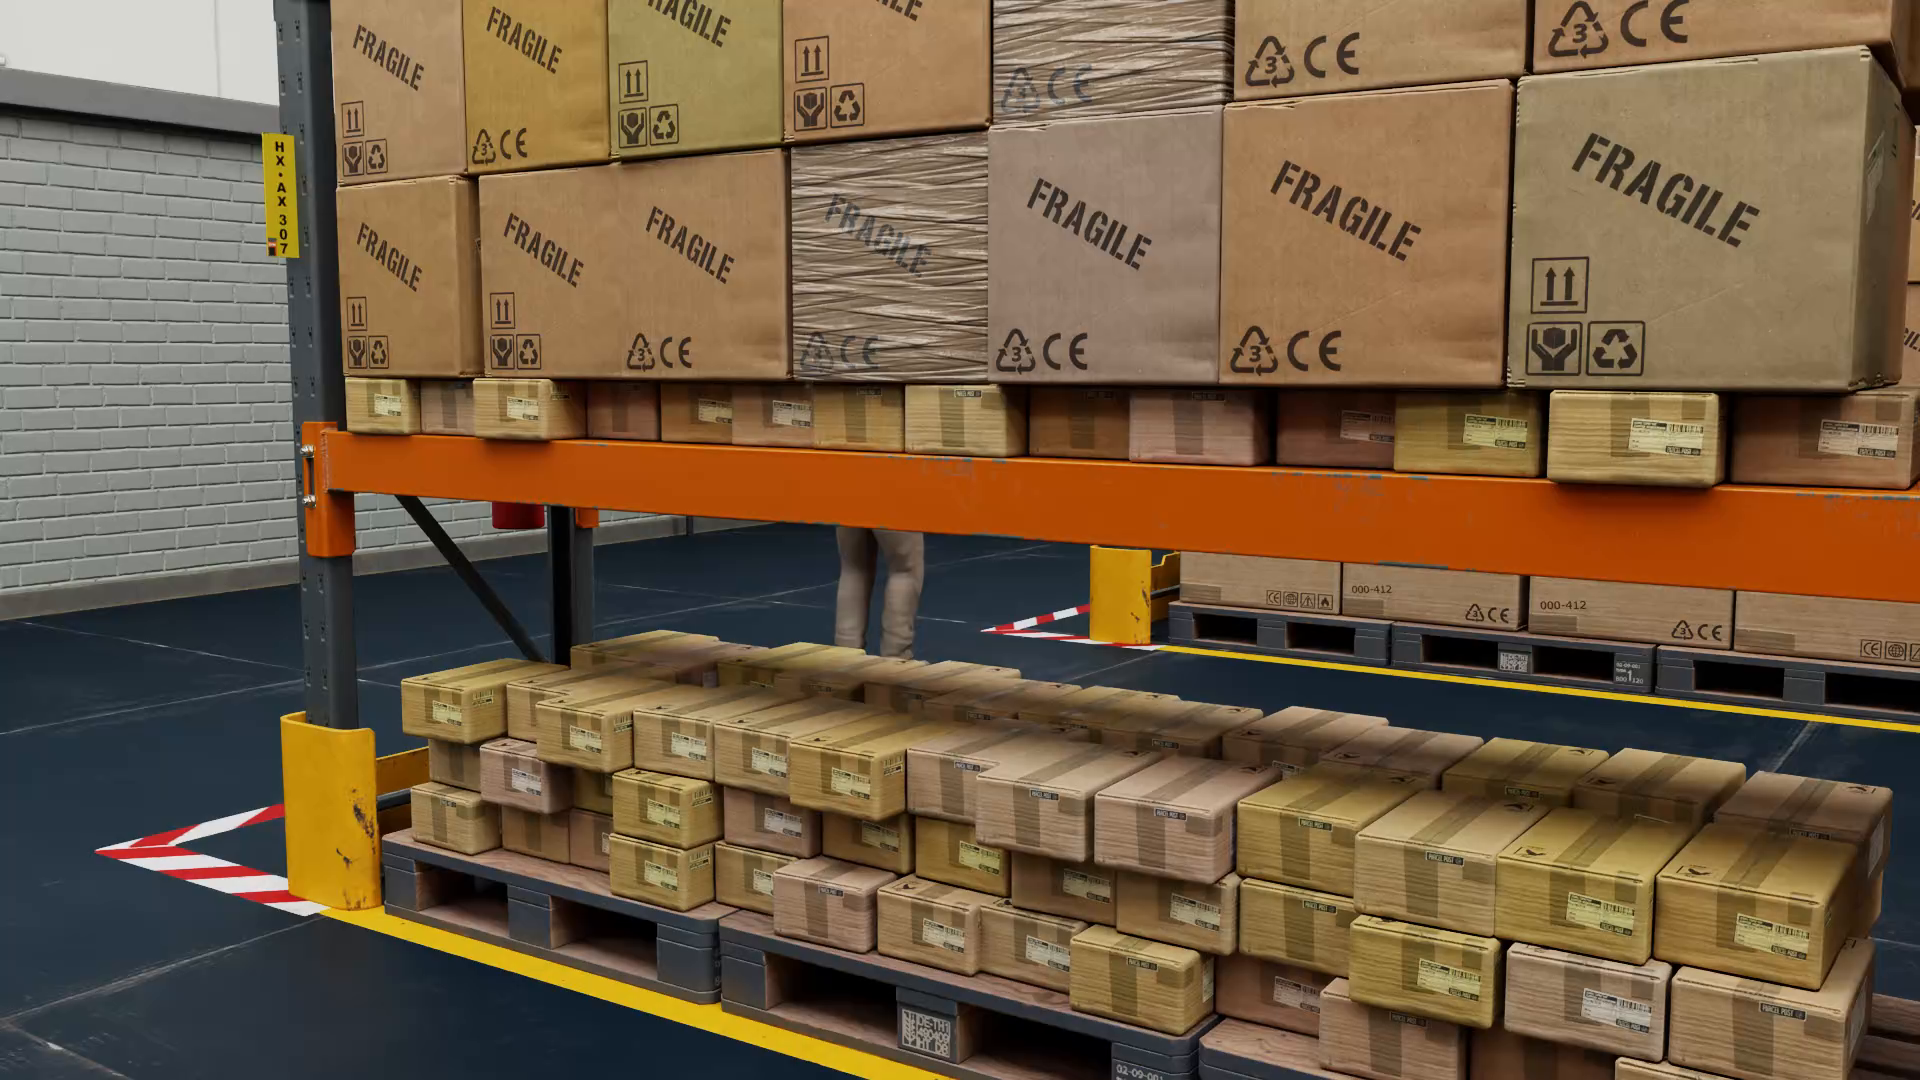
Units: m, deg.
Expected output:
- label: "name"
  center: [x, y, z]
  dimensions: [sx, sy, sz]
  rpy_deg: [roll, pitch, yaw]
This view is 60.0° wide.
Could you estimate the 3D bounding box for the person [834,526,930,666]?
- label: "person"
  center: [-0.356, -0.216, 7.874]
  dimensions: [0.490, 1.725, 0.550]
  rpy_deg: [4, 7, 32]
